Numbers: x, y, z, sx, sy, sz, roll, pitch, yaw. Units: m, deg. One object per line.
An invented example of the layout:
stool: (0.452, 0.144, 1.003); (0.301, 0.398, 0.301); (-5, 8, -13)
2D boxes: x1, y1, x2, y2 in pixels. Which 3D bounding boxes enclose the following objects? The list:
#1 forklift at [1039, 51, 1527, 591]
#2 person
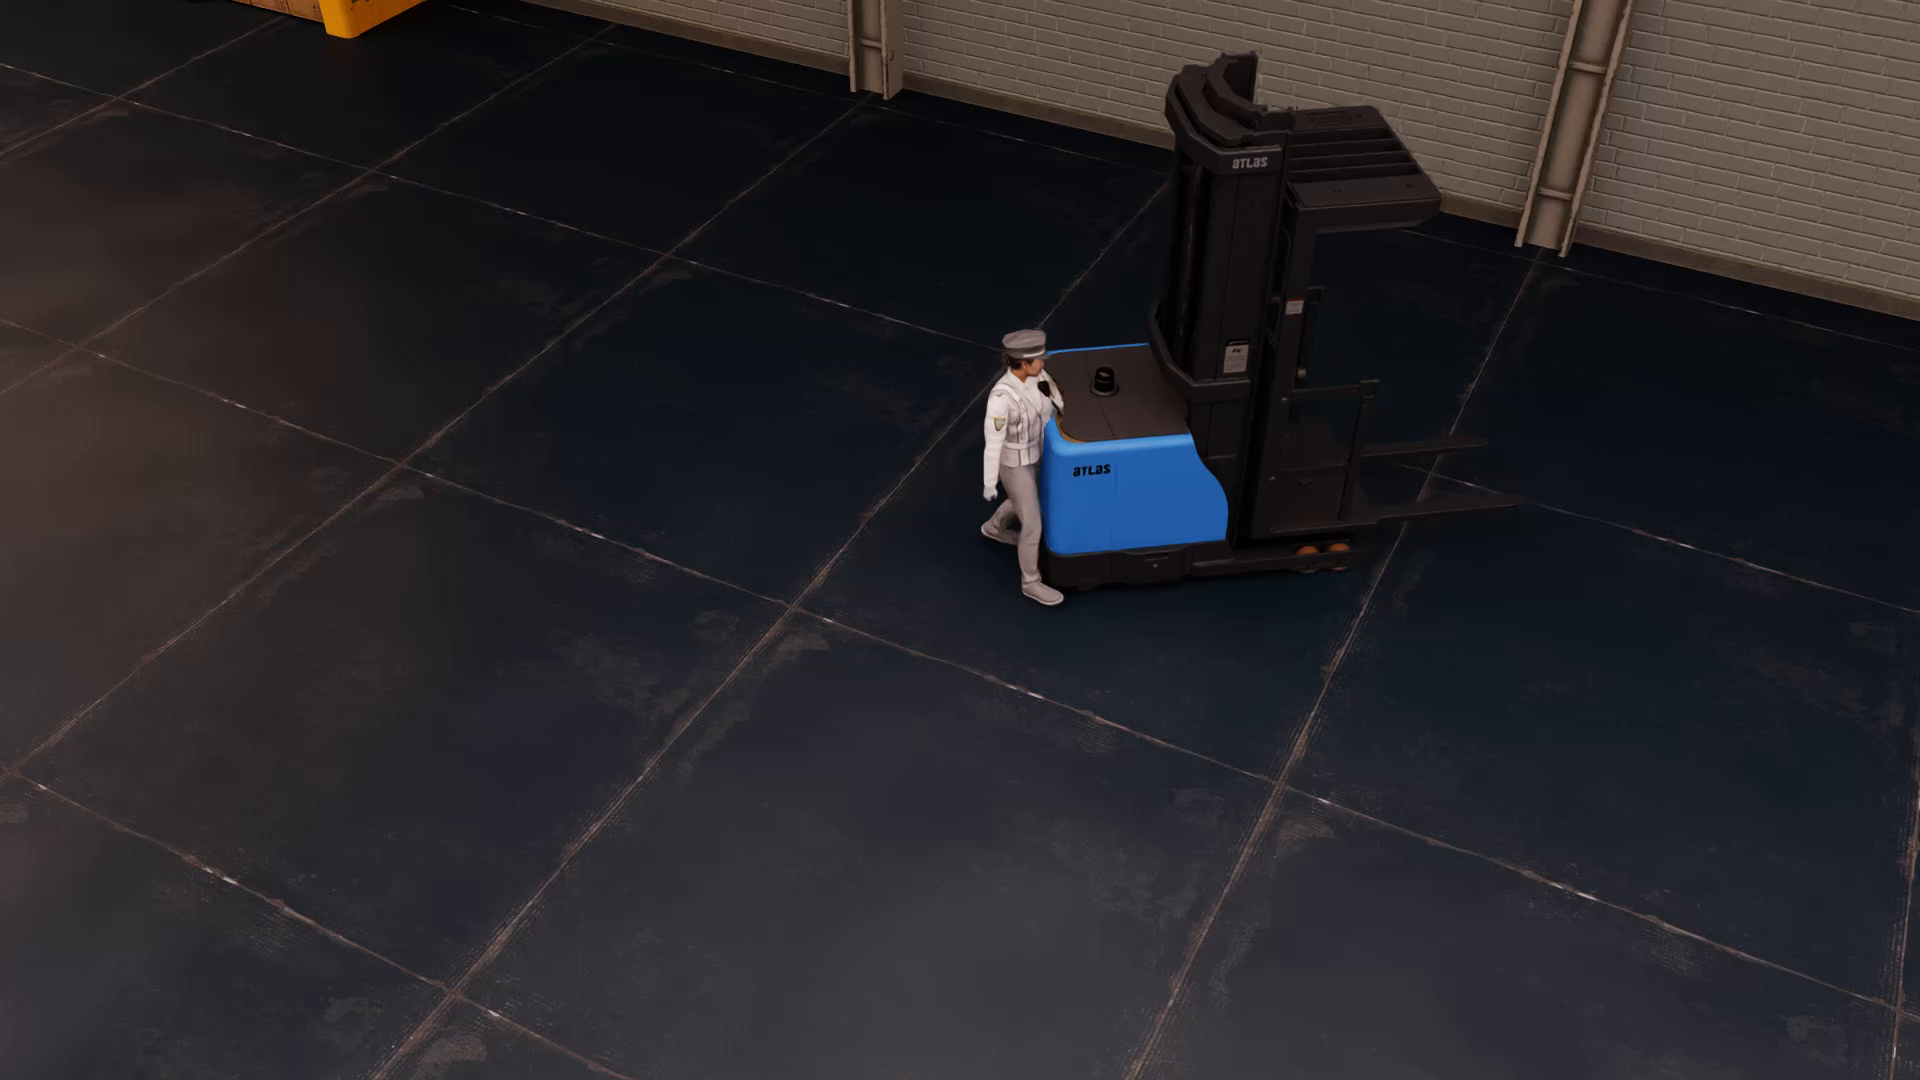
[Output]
forklift: (1.934, -1.254, 9.475); (3.031, 2.935, 1.130); (-5, 40, -6)
person: (0.389, -0.428, 9.558); (0.785, 1.627, 0.614); (26, 46, 27)
